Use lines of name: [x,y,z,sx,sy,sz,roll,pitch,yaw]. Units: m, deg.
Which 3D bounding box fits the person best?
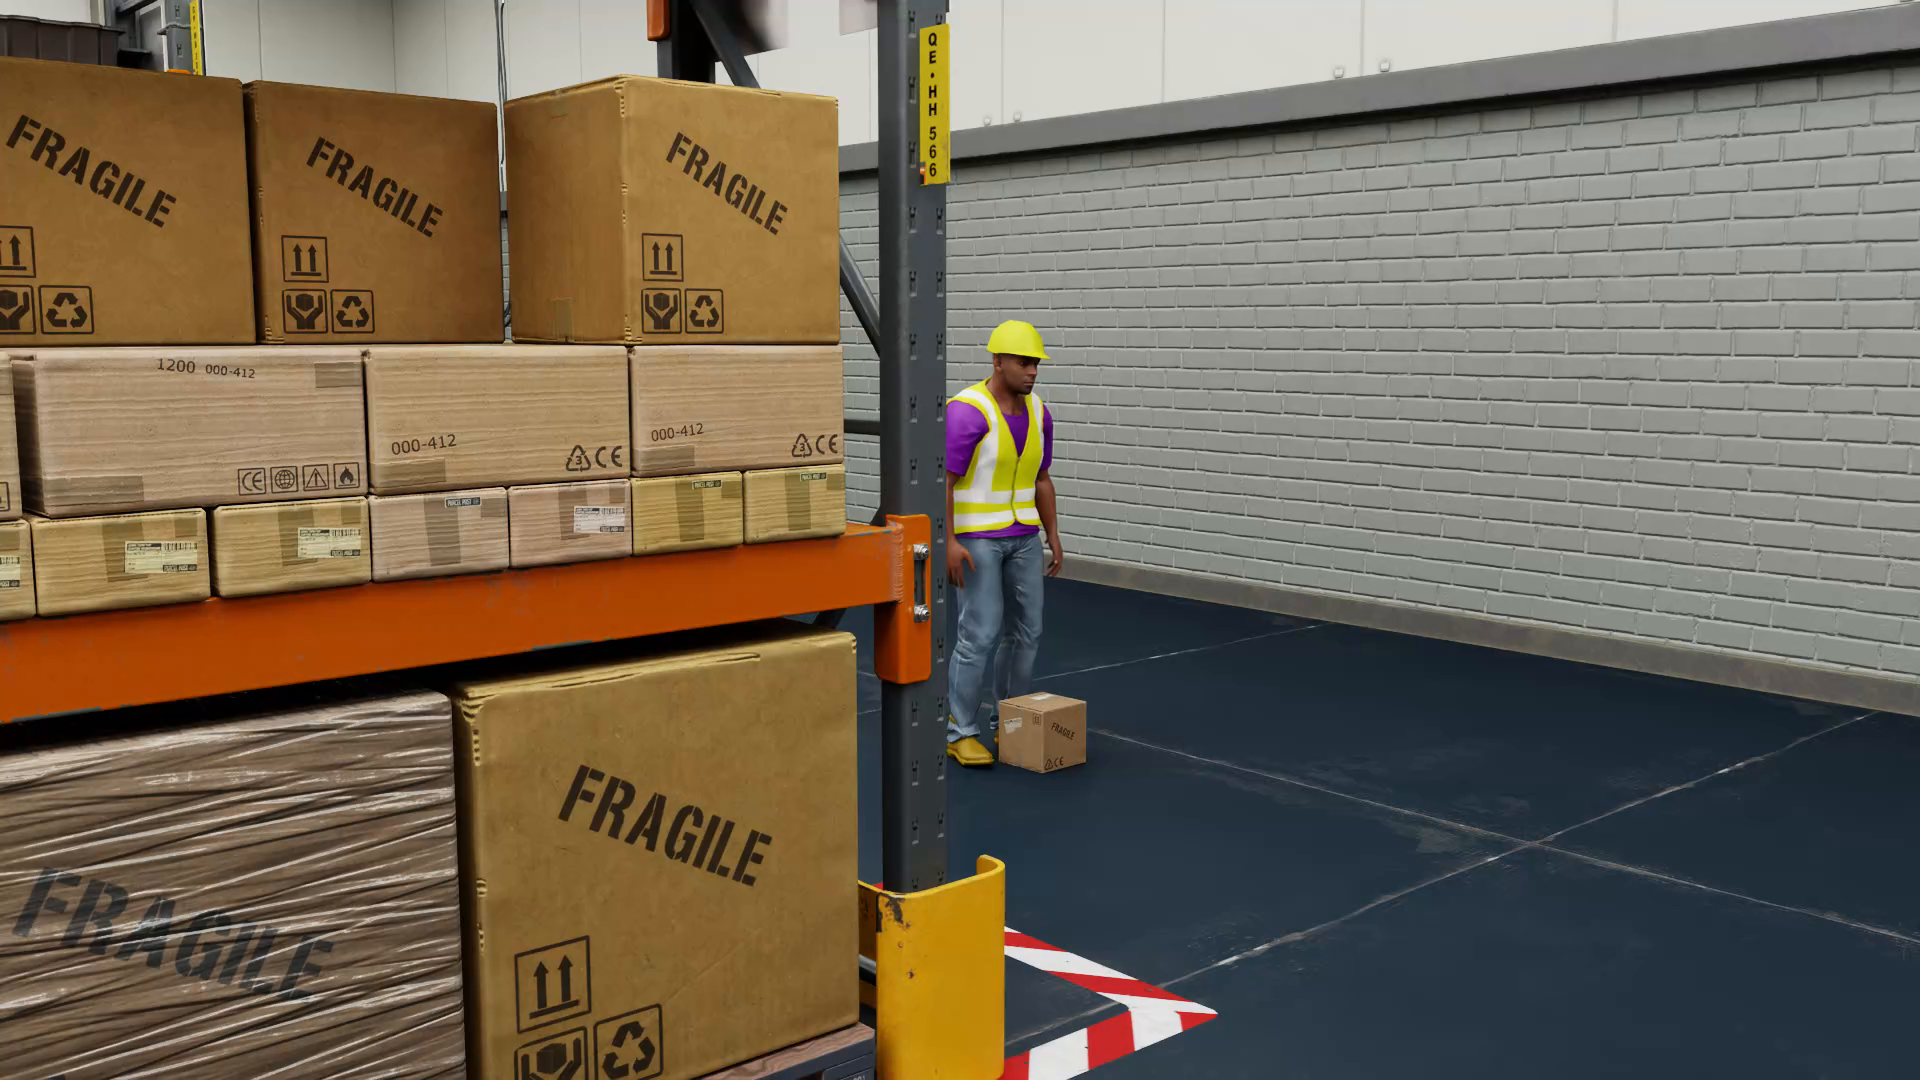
person: [0.165,-0.001,6.716,0.628,1.761,0.457,-6,10,-40]
